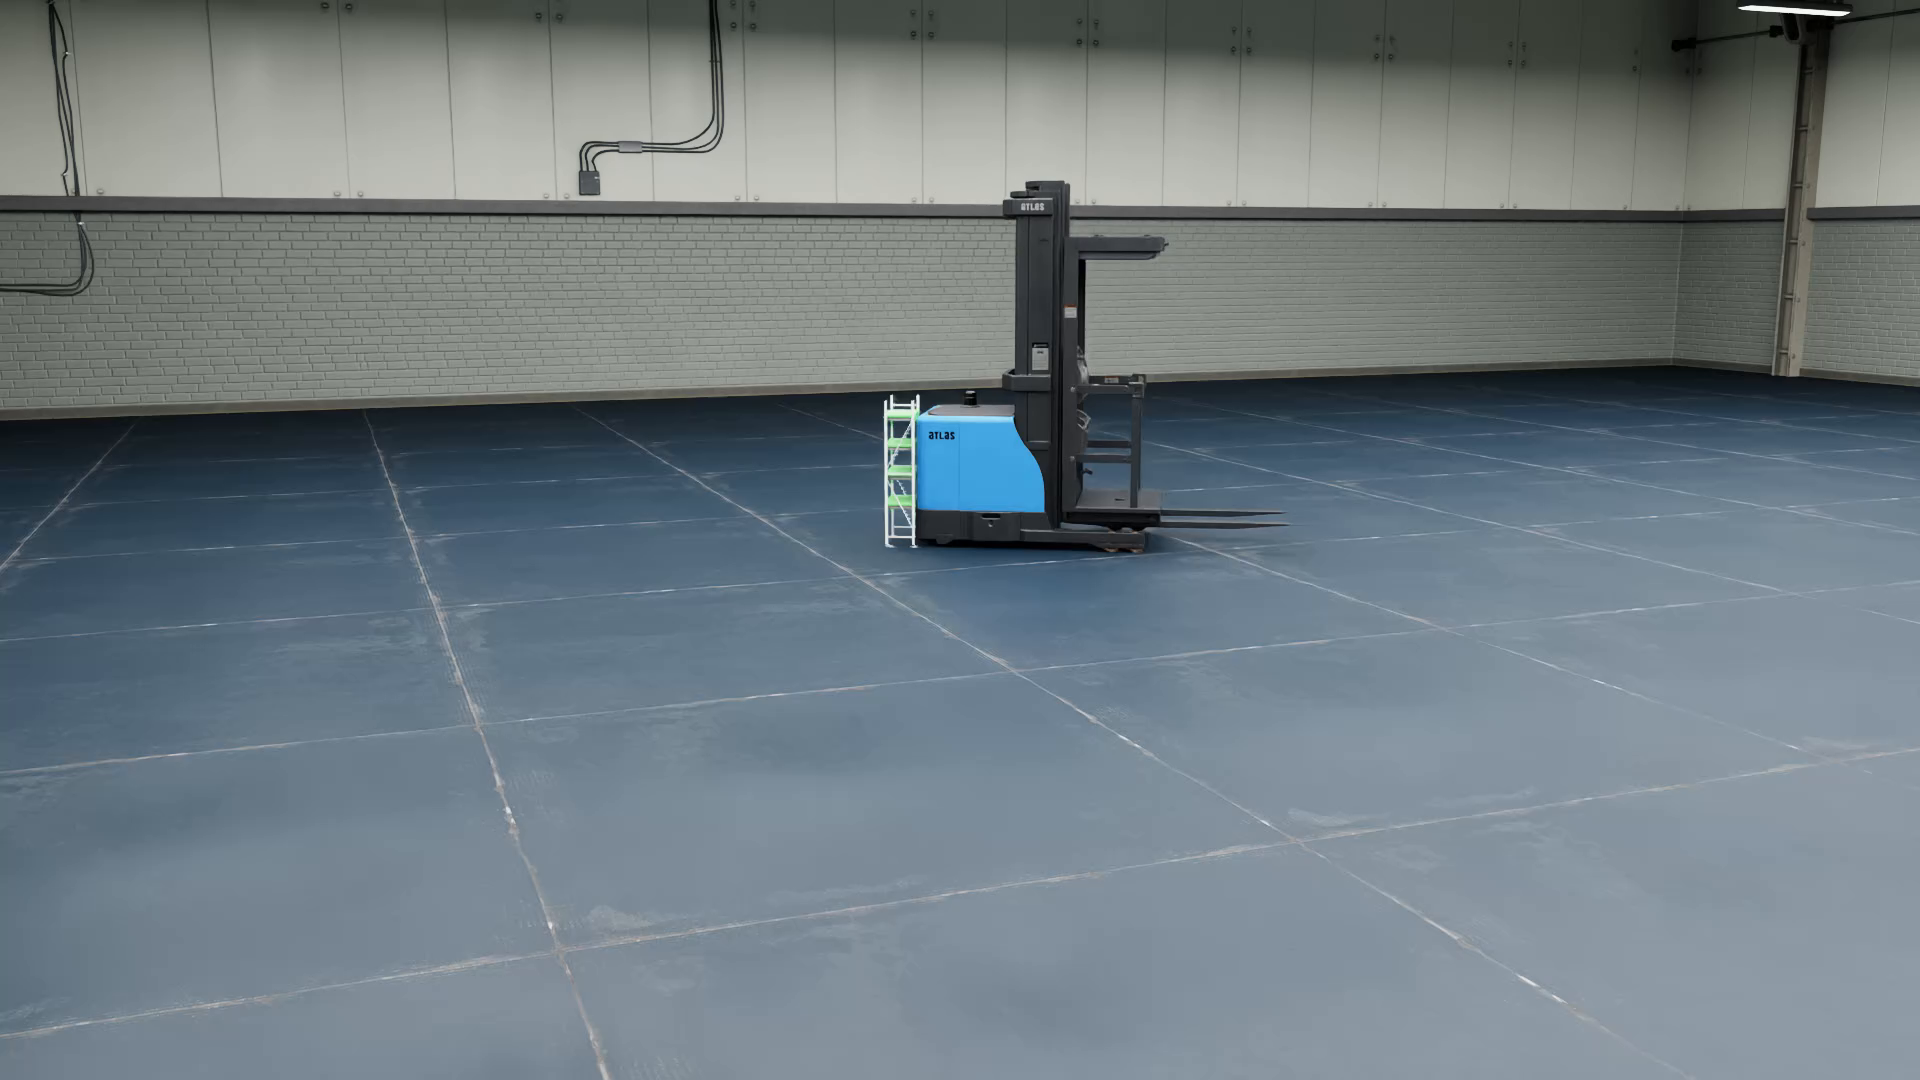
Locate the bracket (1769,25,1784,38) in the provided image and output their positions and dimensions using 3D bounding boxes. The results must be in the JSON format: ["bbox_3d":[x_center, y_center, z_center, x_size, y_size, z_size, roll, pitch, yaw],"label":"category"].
[{"bbox_3d":[15.072,-9.343,30.469,0.235,0.232,0.430,-4,11,-21],"label":"bracket"}]

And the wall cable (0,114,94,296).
[{"bbox_3d":[-13.641,-4.562,22.739,3.097,2.526,0.112,-4,11,-21],"label":"wall cable"}]

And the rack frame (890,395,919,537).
[{"bbox_3d":[-0.460,-0.619,13.972,0.240,1.200,0.015,1,10,3],"label":"rack frame"}]

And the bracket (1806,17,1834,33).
[{"bbox_3d":[15.372,-9.207,29.707,0.235,0.232,0.430,-4,11,-21],"label":"bracket"}]

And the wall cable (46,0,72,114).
[{"bbox_3d":[-11.120,-7.220,23.261,3.097,2.526,0.112,-4,11,-21],"label":"wall cable"}]

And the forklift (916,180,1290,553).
[{"bbox_3d":[1.194,-1.440,13.649,3.031,2.935,1.130,1,10,7],"label":"forklift"}]

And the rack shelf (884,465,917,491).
[{"bbox_3d":[-0.475,-0.513,13.744,0.258,0.148,0.480,1,10,3],"label":"rack shelf"}]

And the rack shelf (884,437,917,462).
[{"bbox_3d":[-0.475,-0.749,13.702,0.258,0.148,0.480,1,10,3],"label":"rack shelf"}]

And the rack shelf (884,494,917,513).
[{"bbox_3d":[-0.475,-0.277,13.786,0.258,0.148,0.480,1,10,3],"label":"rack shelf"}]

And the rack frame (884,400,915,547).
[{"bbox_3d":[-0.490,-0.533,13.493,0.240,1.200,0.015,1,10,3],"label":"rack frame"}]

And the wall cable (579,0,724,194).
[{"bbox_3d":[-4.787,-8.365,25.541,2.305,6.003,0.169,-4,11,-21],"label":"wall cable"}]

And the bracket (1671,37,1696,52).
[{"bbox_3d":[14.213,-9.729,32.644,0.235,0.232,0.430,-4,11,-21],"label":"bracket"}]

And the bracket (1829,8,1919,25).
[{"bbox_3d":[16.306,-8.787,27.343,0.076,0.066,4.783,-4,11,-21],"label":"bracket"}]

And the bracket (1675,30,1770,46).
[{"bbox_3d":[14.427,-9.633,32.102,0.076,0.066,3.189,-4,11,-21],"label":"bracket"}]

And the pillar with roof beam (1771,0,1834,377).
[{"bbox_3d":[11.540,-7.252,28.994,9.100,9.000,0.548,-4,11,-21],"label":"pillar with roof beam"}]

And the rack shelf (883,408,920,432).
[{"bbox_3d":[-0.475,-0.986,13.660,0.258,0.148,0.480,1,10,3],"label":"rack shelf"}]

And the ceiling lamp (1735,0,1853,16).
[{"bbox_3d":[12.330,-9.453,24.703,2.000,3.185,0.800,-4,11,-21],"label":"ceiling lamp"}]

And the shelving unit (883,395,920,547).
[{"bbox_3d":[-0.475,-0.576,13.733,0.258,1.200,0.503,1,10,3],"label":"shelving unit"}]
